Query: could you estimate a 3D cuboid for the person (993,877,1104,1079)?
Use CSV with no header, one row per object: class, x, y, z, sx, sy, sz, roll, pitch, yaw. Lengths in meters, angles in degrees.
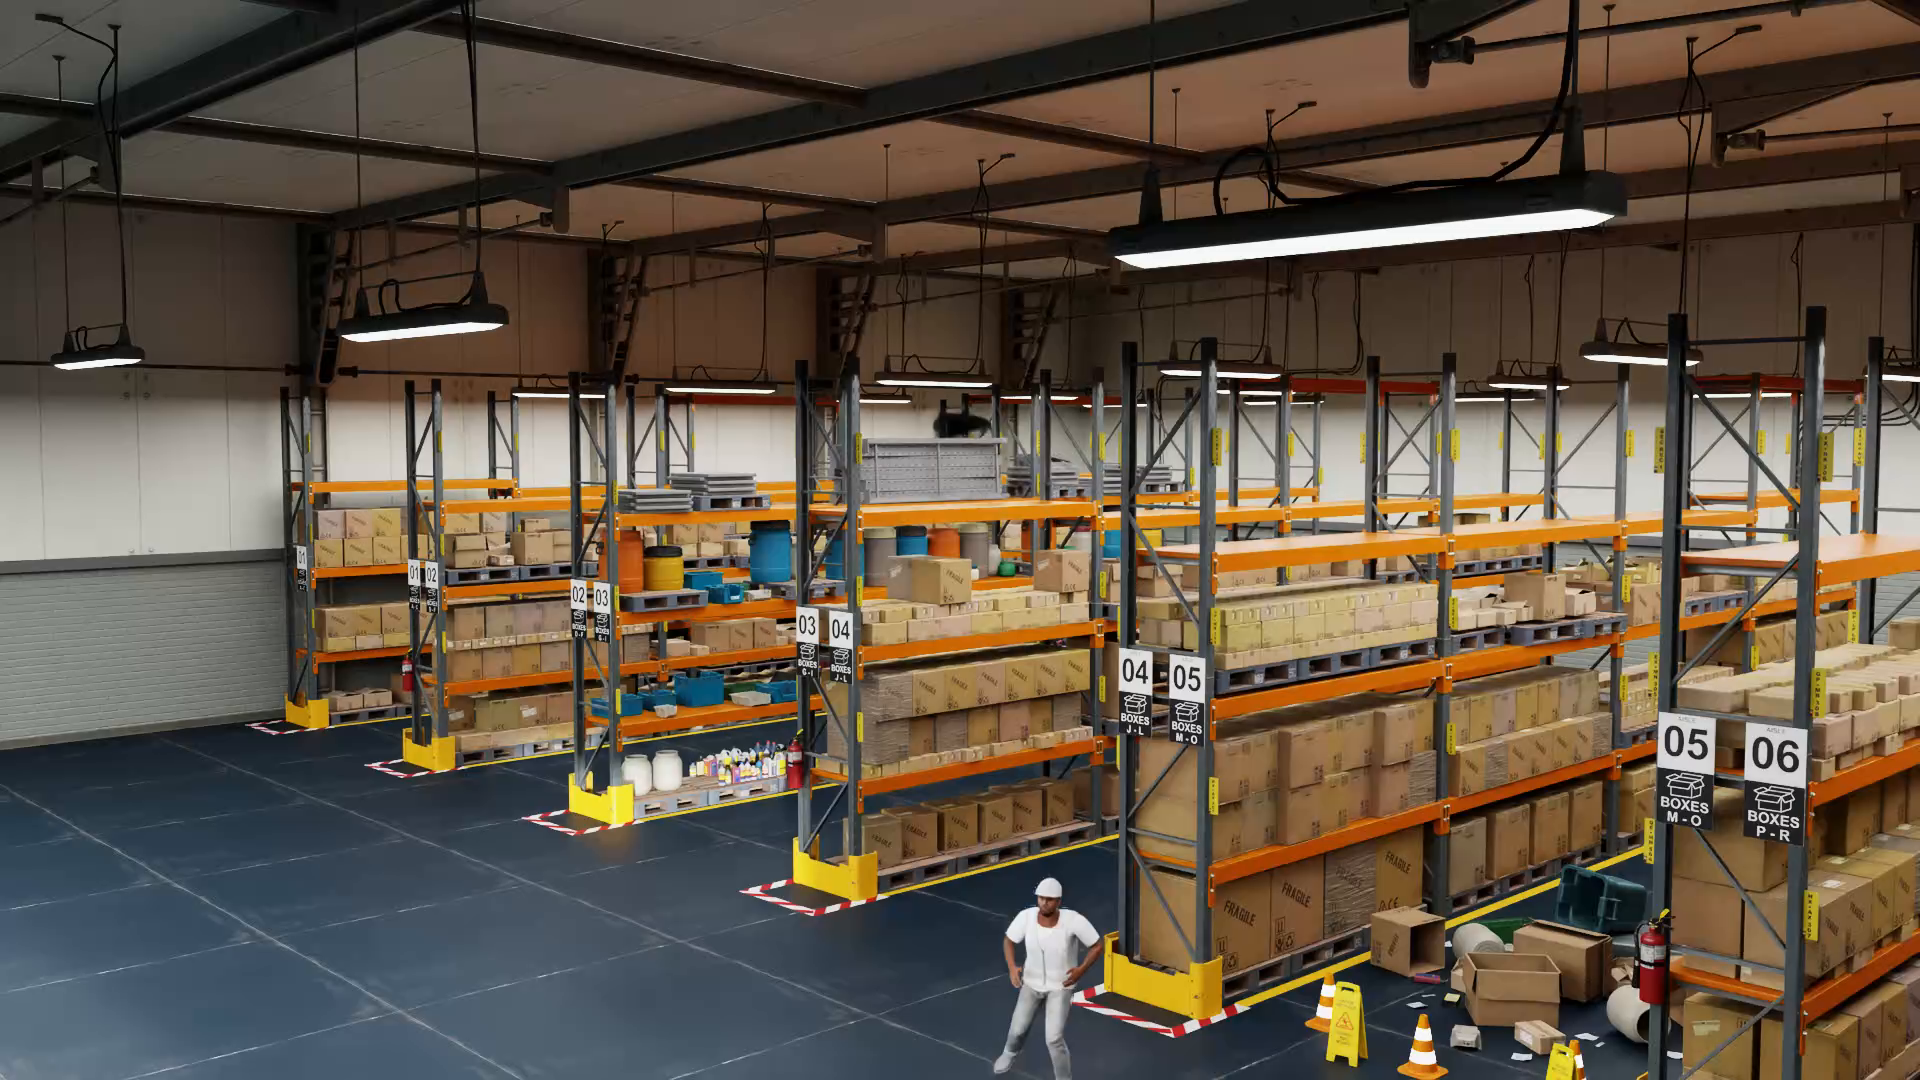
person,0.647,3.483,12.966,0.921,1.760,0.757,1,4,18
